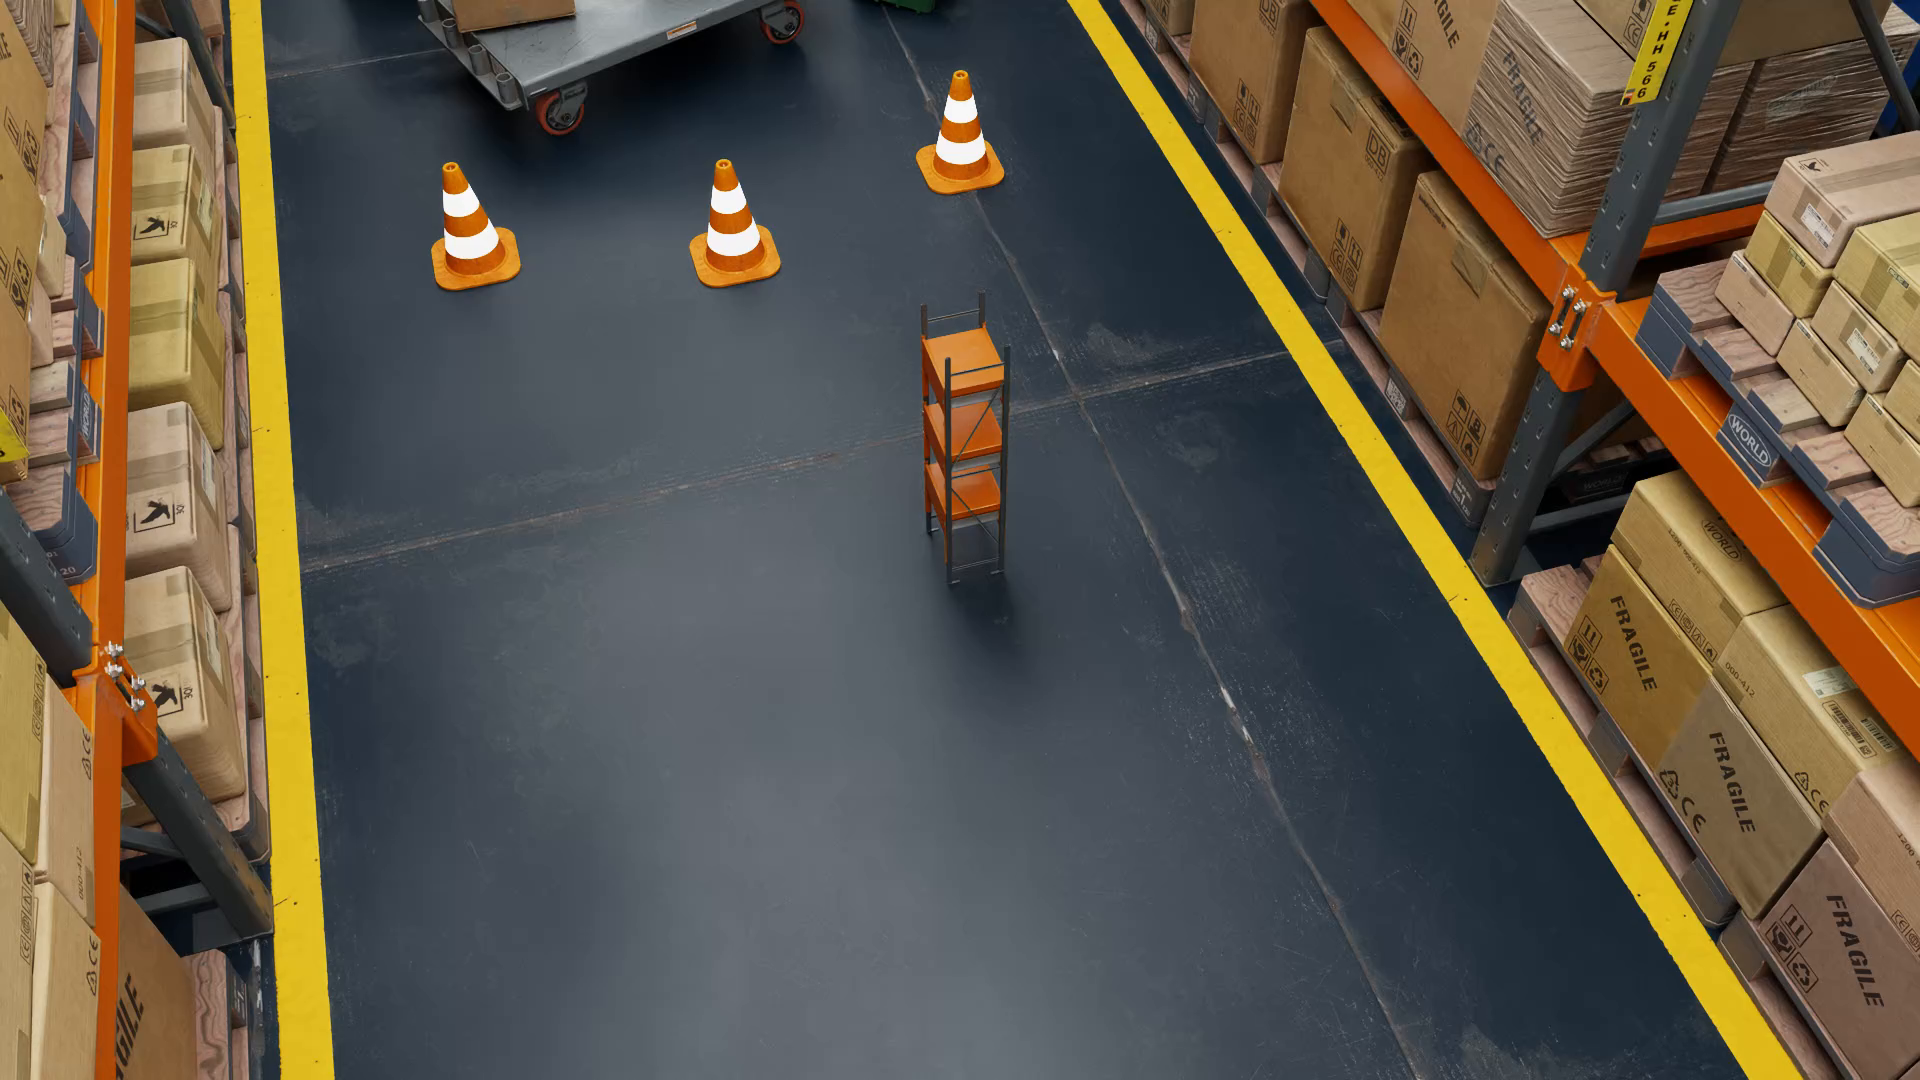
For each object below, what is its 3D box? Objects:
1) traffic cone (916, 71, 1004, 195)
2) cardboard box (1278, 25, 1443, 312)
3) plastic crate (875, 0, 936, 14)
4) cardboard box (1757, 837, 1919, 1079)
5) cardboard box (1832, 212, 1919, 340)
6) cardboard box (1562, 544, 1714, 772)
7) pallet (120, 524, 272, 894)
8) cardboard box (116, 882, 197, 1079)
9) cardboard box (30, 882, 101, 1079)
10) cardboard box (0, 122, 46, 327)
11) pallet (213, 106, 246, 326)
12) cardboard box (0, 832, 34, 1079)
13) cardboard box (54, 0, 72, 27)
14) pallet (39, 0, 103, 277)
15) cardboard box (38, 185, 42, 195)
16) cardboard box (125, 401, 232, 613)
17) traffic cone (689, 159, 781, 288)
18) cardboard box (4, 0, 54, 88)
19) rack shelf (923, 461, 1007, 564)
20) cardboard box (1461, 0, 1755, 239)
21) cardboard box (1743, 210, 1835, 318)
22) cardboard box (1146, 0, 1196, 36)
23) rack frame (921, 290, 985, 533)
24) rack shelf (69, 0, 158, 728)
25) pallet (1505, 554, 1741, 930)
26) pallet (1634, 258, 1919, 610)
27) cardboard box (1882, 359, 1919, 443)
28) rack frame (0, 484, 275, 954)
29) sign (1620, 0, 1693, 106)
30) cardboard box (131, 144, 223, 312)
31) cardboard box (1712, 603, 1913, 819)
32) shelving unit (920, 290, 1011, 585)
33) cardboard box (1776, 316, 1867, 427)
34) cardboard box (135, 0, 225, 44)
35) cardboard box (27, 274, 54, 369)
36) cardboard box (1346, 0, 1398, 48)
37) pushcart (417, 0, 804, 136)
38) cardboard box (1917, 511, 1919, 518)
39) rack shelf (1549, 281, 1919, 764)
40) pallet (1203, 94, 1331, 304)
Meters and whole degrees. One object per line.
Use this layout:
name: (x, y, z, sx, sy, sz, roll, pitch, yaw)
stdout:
traffic cone: (0.000, -1.739, 6.914, 0.336, 0.463, 0.334, -13, 51, -11)
cardboard box: (1.873, -1.469, 6.224, 1.050, 0.750, 0.750, -13, 51, -10)
plastic crate: (-0.257, -2.821, 7.968, 0.450, 0.188, 0.662, 16, 51, 0)
cardboard box: (2.502, 1.029, 4.281, 0.500, 0.500, 0.500, -14, 51, -12)
cardboard box: (2.262, -0.625, 3.816, 0.380, 0.149, 0.250, -15, 51, -12)
cardboard box: (2.194, 0.288, 4.905, 0.500, 0.500, 0.500, -15, 52, -13)
pallet: (-2.700, 0.564, 5.136, 1.003, 0.211, 1.213, -13, 51, -11)
cardboard box: (-2.345, 1.309, 3.799, 0.875, 0.875, 0.875, -14, 51, -11)
cardboard box: (-1.907, 0.965, 3.072, 0.500, 0.250, 0.500, -12, 51, -10)
cardboard box: (-2.543, -0.787, 3.917, 0.500, 0.500, 0.500, -11, 51, -9)
pallet: (-3.422, -1.218, 6.638, 1.003, 0.211, 1.213, -13, 51, -11)
cardboard box: (-1.929, 0.794, 2.890, 0.500, 0.250, 0.500, -14, 51, -12)
cardboard box: (-2.949, -1.677, 5.092, 0.380, 0.149, 0.250, -13, 51, -11)
pallet: (-3.095, -1.138, 4.873, 1.003, 0.211, 1.213, -13, 51, -11)
cardboard box: (-2.685, -0.885, 4.424, 0.380, 0.149, 0.250, -11, 51, -9)
cardboard box: (-2.854, -0.004, 5.235, 0.950, 0.372, 0.625, -14, 51, -12)
traffic cone: (-0.908, -1.292, 6.537, 0.336, 0.463, 0.334, -13, 51, -11)
cardboard box: (-2.847, -1.540, 4.552, 0.500, 0.500, 0.500, -15, 52, -12)
rack shelf: (0.016, -0.113, 5.536, 0.215, 0.259, 0.240, -13, 51, -11)
cardboard box: (1.839, -1.257, 4.782, 0.500, 0.500, 0.500, -13, 51, -11)
cardboard box: (2.180, -0.708, 4.080, 0.380, 0.149, 0.250, -11, 51, -9)
cardboard box: (1.315, -2.855, 7.392, 1.050, 0.750, 0.750, -14, 51, -11)
rack frame: (-0.020, -0.388, 5.391, 0.200, 1.050, 0.008, -13, 51, -11)
rack shelf: (-3.062, -0.992, 5.095, 1.077, 0.370, 4.000, -13, 51, -11)
pallet: (2.458, 0.514, 5.179, 1.003, 0.211, 1.213, -13, 51, -11)
pallet: (2.541, -0.398, 4.249, 1.213, 0.211, 1.003, -13, 51, -11)
cardboard box: (2.344, -0.316, 3.750, 0.380, 0.149, 0.250, -15, 51, -12)
rack frame: (-2.470, 0.237, 3.589, 1.000, 3.000, 0.127, -13, 51, -11)
sign: (1.699, -1.202, 4.044, 0.100, 0.325, 0.005, -13, 51, -11)
cardboard box: (-3.280, -1.066, 6.131, 0.950, 0.372, 0.625, -10, 51, -9)
cardboard box: (2.351, 0.401, 4.320, 0.500, 0.250, 0.500, -14, 51, -11)
shelving unit: (0.016, -0.299, 5.316, 0.215, 1.050, 0.252, -13, 51, -11)
cardboard box: (2.247, -0.442, 4.051, 0.380, 0.149, 0.250, -11, 51, -9)
cardboard box: (-3.570, -2.426, 7.357, 0.500, 0.250, 0.500, -15, 52, -13)
cardboard box: (-2.477, -0.521, 4.117, 0.380, 0.149, 0.250, -16, 52, -13)
cardboard box: (1.545, -1.987, 5.397, 0.500, 0.500, 0.500, -14, 51, -12)
pushcart: (-1.490, -2.392, 7.519, 1.648, 0.377, 0.936, -30, 56, -23)
cardboard box: (2.409, -0.049, 3.719, 0.380, 0.149, 0.250, -11, 51, -9)
rack shelf: (2.820, 0.736, 3.638, 1.077, 0.370, 4.000, -13, 51, -11)
pallet: (1.710, -1.540, 6.910, 1.003, 0.211, 1.213, -13, 51, -11)
